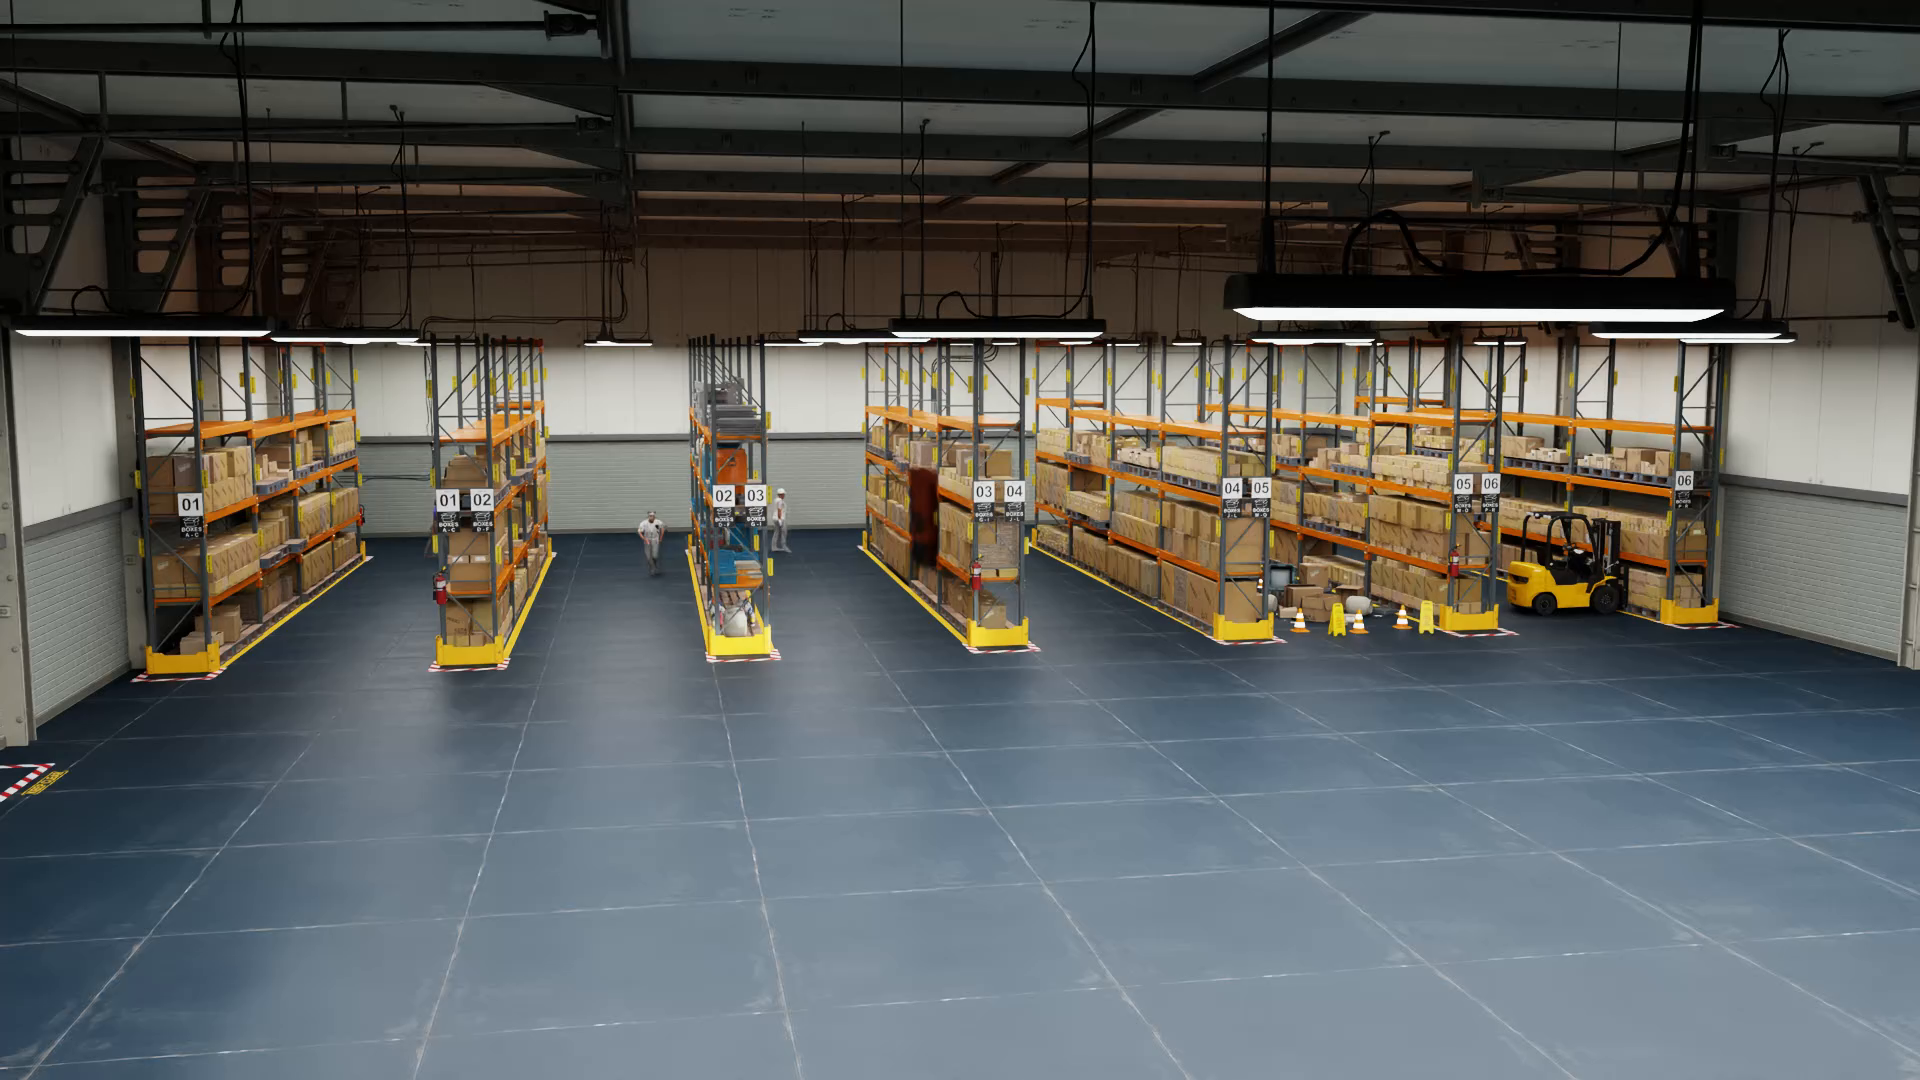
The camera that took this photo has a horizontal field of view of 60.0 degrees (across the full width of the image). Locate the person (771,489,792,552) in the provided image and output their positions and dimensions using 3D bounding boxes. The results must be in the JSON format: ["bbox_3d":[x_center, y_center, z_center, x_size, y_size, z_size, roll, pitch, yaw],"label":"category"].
[{"bbox_3d":[-5.074,-0.550,47.138,0.563,1.817,0.613,-3,7,-22],"label":"person"}]

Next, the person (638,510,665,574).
[{"bbox_3d":[-7.828,0.057,42.265,0.642,1.675,0.732,0,7,-1],"label":"person"}]

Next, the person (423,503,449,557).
[{"bbox_3d":[-14.335,-0.321,45.803,0.971,1.552,0.422,-5,8,-38],"label":"person"}]
